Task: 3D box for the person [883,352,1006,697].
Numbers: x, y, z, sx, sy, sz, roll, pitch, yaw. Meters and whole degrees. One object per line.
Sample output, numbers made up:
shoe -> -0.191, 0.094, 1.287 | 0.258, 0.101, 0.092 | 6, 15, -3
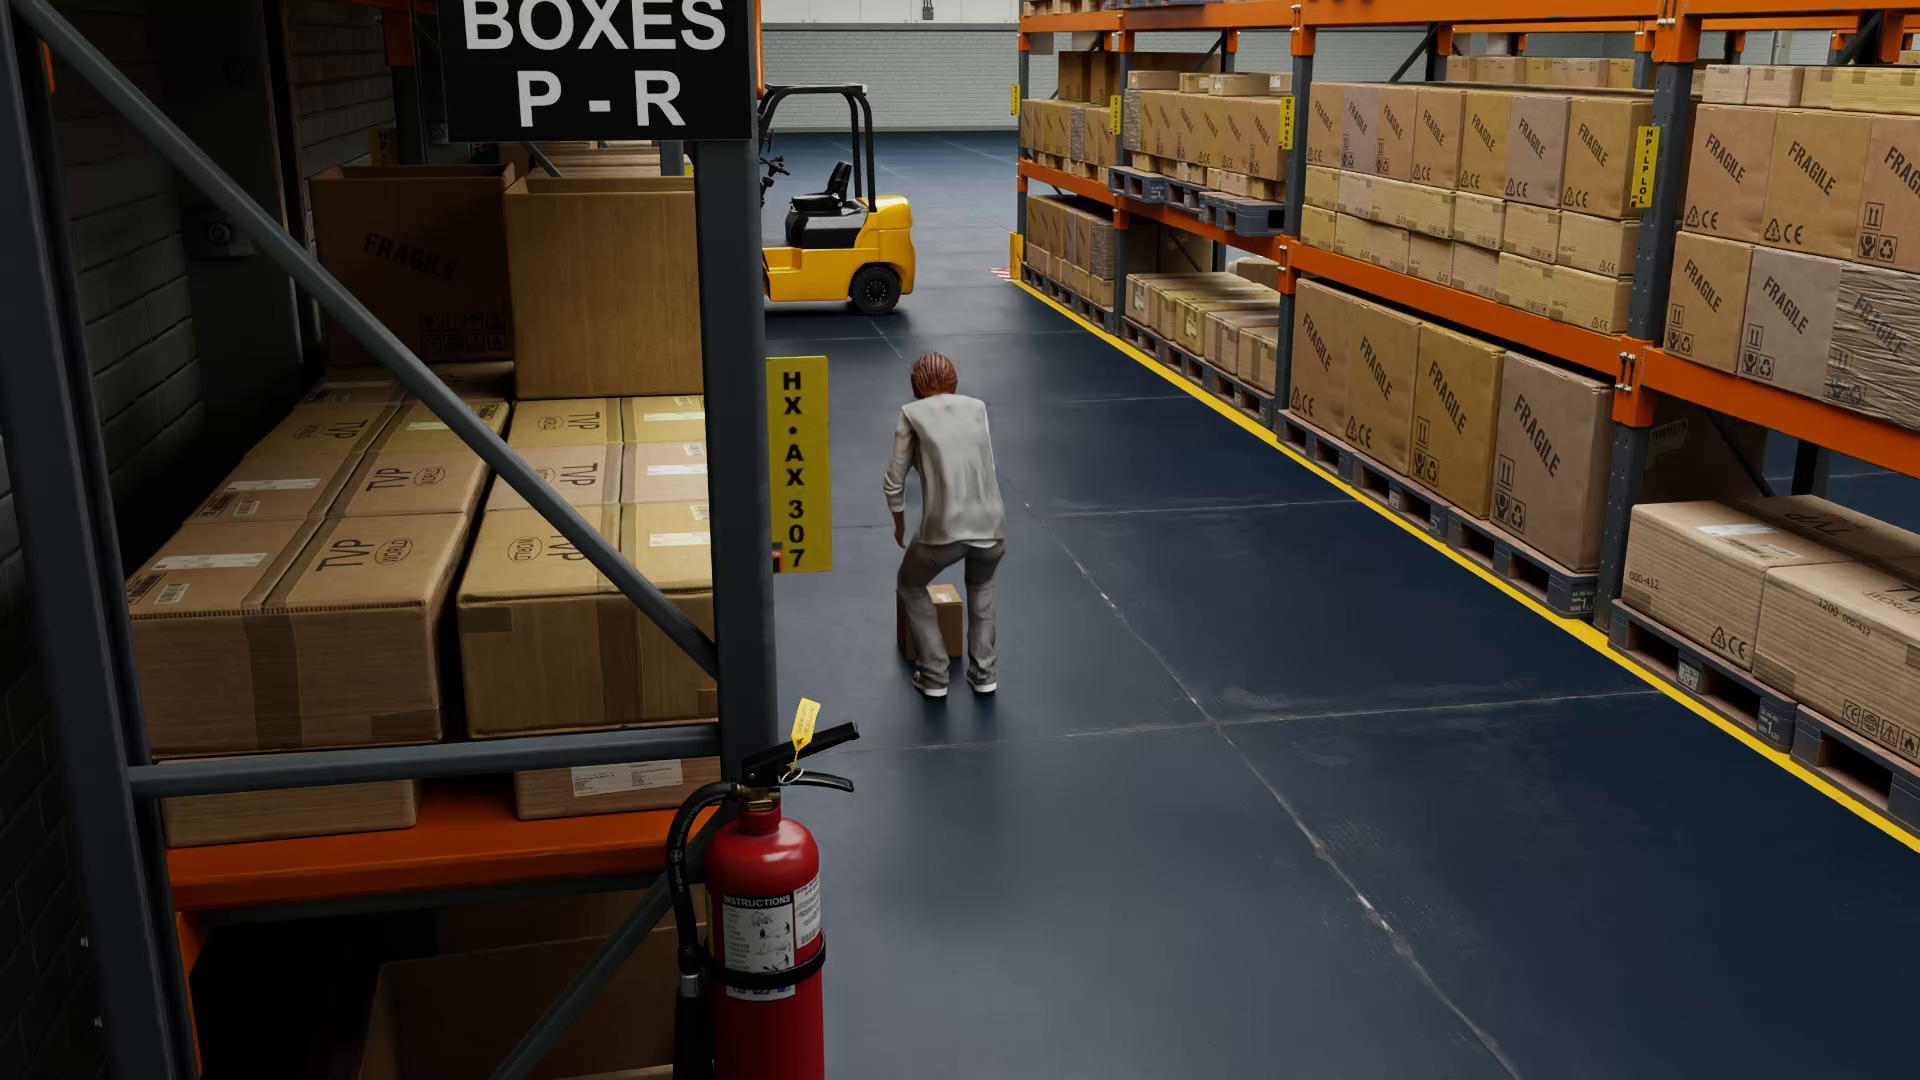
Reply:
person -> -0.060, -0.037, 6.650 | 0.461, 1.336, 0.621 | -4, 17, -13
